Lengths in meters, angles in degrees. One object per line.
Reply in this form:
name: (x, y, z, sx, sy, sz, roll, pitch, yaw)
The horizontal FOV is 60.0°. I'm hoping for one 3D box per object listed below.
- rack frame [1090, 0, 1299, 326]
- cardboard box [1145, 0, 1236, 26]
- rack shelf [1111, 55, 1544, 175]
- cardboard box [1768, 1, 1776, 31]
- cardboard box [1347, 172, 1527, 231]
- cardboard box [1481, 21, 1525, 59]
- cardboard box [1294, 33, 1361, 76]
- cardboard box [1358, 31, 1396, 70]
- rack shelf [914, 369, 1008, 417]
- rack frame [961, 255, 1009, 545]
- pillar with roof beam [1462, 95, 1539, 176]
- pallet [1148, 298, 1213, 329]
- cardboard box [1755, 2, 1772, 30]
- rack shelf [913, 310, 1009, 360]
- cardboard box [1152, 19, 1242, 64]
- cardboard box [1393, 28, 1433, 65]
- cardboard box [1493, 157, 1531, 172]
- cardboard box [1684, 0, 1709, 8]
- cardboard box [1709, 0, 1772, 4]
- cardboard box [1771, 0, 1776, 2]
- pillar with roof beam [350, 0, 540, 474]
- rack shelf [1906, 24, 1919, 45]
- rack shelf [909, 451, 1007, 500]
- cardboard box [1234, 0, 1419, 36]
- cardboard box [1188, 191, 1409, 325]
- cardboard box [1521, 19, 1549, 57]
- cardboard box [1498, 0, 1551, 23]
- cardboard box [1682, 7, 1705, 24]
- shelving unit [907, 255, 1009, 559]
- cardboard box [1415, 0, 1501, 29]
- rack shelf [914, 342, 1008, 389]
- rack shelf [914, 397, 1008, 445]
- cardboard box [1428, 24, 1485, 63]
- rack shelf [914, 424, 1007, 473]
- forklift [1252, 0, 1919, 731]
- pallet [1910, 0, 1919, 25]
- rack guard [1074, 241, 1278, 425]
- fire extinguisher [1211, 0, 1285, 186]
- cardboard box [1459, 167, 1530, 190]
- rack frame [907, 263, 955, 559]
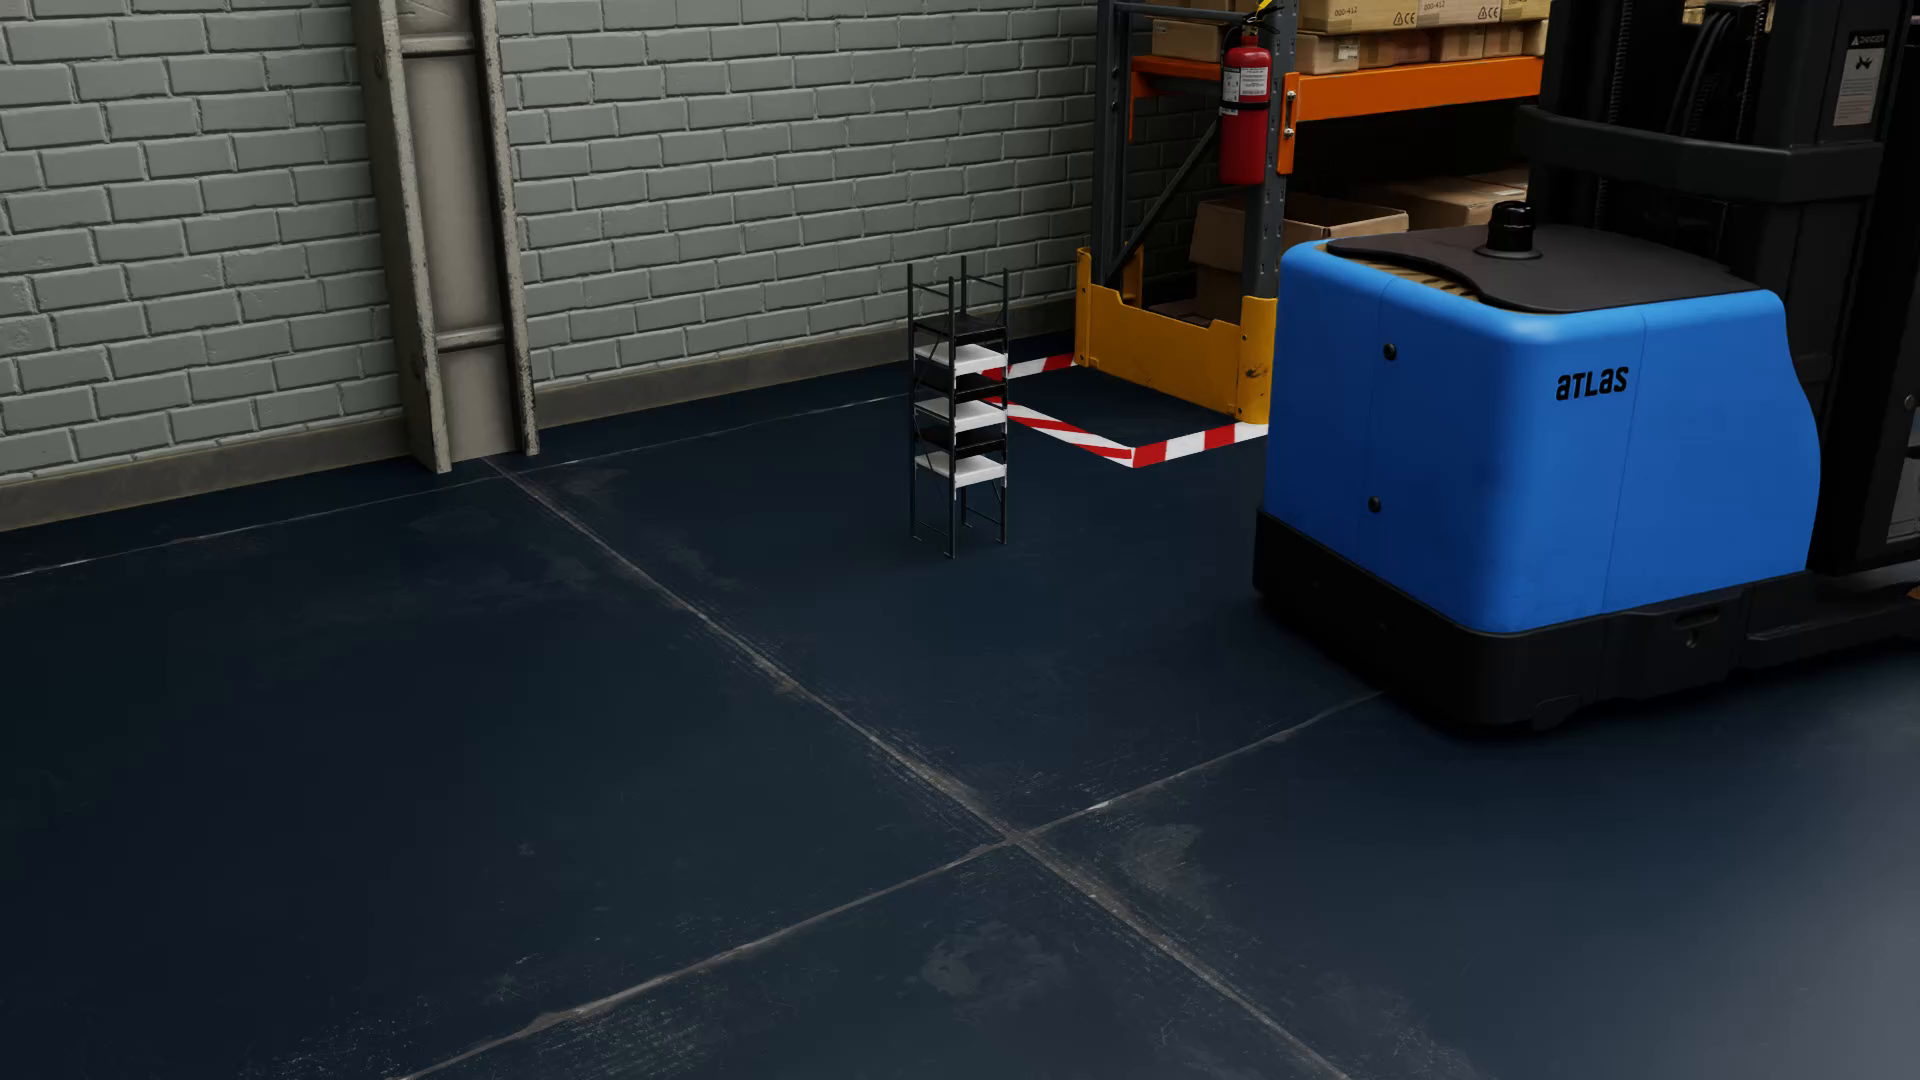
rack frame: (0.899, -2.033, 6.443, 0.127, 3.000, 1.000, -15, 26, -33)
cardboard box: (1.118, -2.281, 6.866, 0.500, 0.250, 0.500, -14, 26, -31)
rack shelf: (2.523, -2.132, 7.662, 4.000, 0.370, 1.077, -15, 26, -33)
cardboard box: (3.836, -2.574, 8.139, 0.250, 0.149, 0.380, -14, 26, -31)
cardboard box: (2.168, -1.344, 7.523, 0.500, 0.500, 0.700, -14, 26, -31)
cardboard box: (2.152, -2.137, 7.042, 0.250, 0.149, 0.380, -14, 26, -32)
cardboard box: (1.326, -1.905, 6.461, 0.250, 0.149, 0.380, -15, 26, -33)
cardboard box: (1.506, -1.974, 6.634, 0.250, 0.149, 0.380, -14, 26, -32)
rack shelf: (-0.007, -0.469, 5.204, 0.200, 0.077, 0.258, -15, 26, -33)
rack frame: (0.076, -0.438, 5.280, 0.006, 0.900, 0.240, -15, 26, -33)
pillar with roof beam: (5.569, -4.510, 4.557, 0.400, 9.000, 9.100, -15, 26, -33)
pallet: (1.608, -0.927, 7.435, 1.213, 0.211, 1.003, -15, 26, -33)
cardboard box: (3.640, -2.511, 7.979, 0.250, 0.149, 0.380, -14, 26, -31)
rack shelf: (-0.007, -0.636, 5.137, 0.200, 0.077, 0.258, -15, 26, -33)
cardboard box: (1.012, -2.069, 6.872, 0.250, 0.149, 0.380, -15, 26, -33)
cardboard box: (1.699, -2.041, 6.803, 0.250, 0.149, 0.380, -15, 26, -34)
cardboard box: (3.011, -1.569, 8.087, 0.500, 0.500, 0.700, -16, 27, -35)
cardboard box: (3.065, -2.567, 7.582, 0.500, 0.250, 0.500, -15, 26, -33)
cardboard box: (3.477, -2.671, 7.843, 0.500, 0.250, 0.500, -15, 26, -33)
cardboard box: (3.875, -2.784, 8.126, 0.500, 0.250, 0.500, -14, 26, -32)
pillar with roof beam: (0.699, -3.212, 1.303, 0.400, 9.000, 9.100, -15, 26, -33)
rack shelf: (5.770, -2.997, 9.831, 4.000, 0.370, 1.077, -15, 26, -33)
rack shelf: (-0.007, -0.218, 5.304, 0.200, 0.077, 0.258, -15, 26, -33)
cardboard box: (1.425, -2.118, 6.459, 0.500, 0.250, 0.500, -15, 26, -33)
cardboard box: (1.451, -1.172, 7.089, 0.637, 0.503, 0.797, -16, 27, -35)
cardboard box: (2.401, -2.169, 7.123, 0.250, 0.149, 0.380, -16, 27, -34)
cardboard box: (2.244, -2.338, 7.010, 0.500, 0.250, 0.500, -16, 26, -34)
cardboard box: (3.220, -2.398, 7.698, 0.250, 0.149, 0.380, -15, 26, -34)
shelving unit: (-0.007, -0.416, 5.225, 0.210, 0.900, 0.258, -15, 26, -33)
cardboard box: (1.834, -2.228, 6.733, 0.500, 0.250, 0.500, -15, 26, -32)
rack shelf: (-0.007, -0.552, 5.171, 0.200, 0.077, 0.258, -15, 26, -33)
rack shelf: (-0.007, -0.385, 5.238, 0.200, 0.077, 0.258, -15, 26, -33)
cardboard box: (1.940, -2.077, 6.894, 0.250, 0.149, 0.380, -14, 26, -31)
rack shelf: (-0.007, -0.302, 5.271, 0.200, 0.077, 0.258, -15, 26, -33)
forklift: (2.420, -1.233, 4.532, 3.031, 2.935, 1.130, -9, 24, -22)
pallet: (4.859, -2.950, 9.000, 1.213, 0.211, 1.003, -15, 26, -33)
rack guard: (0.961, -0.888, 6.948, 0.348, 0.500, 1.175, -15, 26, -33)
fire extinguisher: (1.050, -1.653, 6.099, 0.183, 0.674, 0.296, -15, 26, -33)
cardboard box: (2.655, -1.428, 7.735, 0.500, 0.500, 0.500, -14, 26, -32)
rack frame: (-0.089, -0.394, 5.170, 0.006, 0.900, 0.240, -15, 26, -33)
